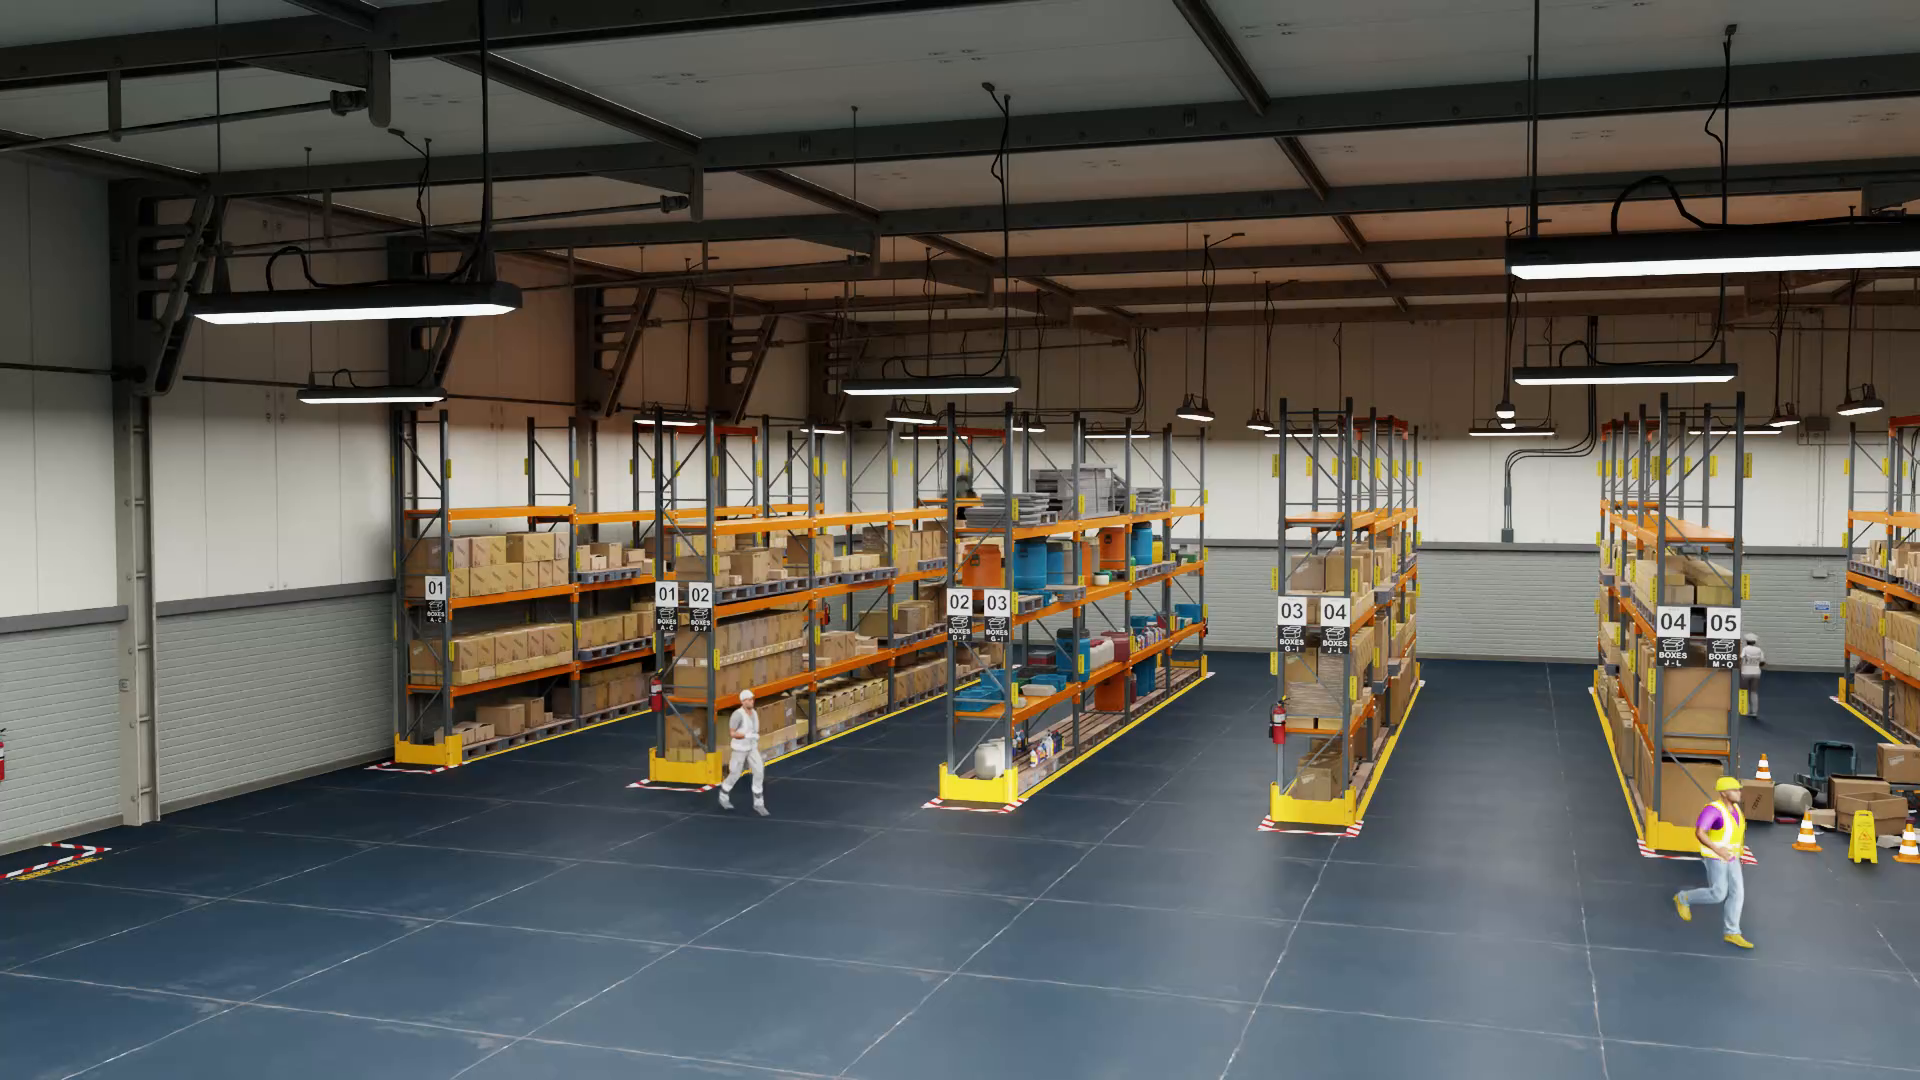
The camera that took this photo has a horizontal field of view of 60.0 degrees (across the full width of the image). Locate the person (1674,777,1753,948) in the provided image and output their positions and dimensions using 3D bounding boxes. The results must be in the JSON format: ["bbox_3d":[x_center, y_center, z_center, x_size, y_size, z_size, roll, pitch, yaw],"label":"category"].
[{"bbox_3d":[8.066,3.379,17.710,0.727,1.751,0.886,-2,3,-36],"label":"person"}]

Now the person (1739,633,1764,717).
[{"bbox_3d":[15.916,2.736,33.574,0.596,1.678,0.644,0,2,9],"label":"person"}]

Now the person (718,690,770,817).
[{"bbox_3d":[-3.146,3.066,24.061,0.894,1.822,0.603,2,3,41],"label":"person"}]

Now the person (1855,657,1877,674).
[{"bbox_3d":[20.078,2.602,36.740,0.712,1.667,0.540,-1,3,-31],"label":"person"}]

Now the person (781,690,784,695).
[{"bbox_3d":[-3.882,2.634,34.924,0.657,1.776,0.680,0,2,9],"label":"person"}]
